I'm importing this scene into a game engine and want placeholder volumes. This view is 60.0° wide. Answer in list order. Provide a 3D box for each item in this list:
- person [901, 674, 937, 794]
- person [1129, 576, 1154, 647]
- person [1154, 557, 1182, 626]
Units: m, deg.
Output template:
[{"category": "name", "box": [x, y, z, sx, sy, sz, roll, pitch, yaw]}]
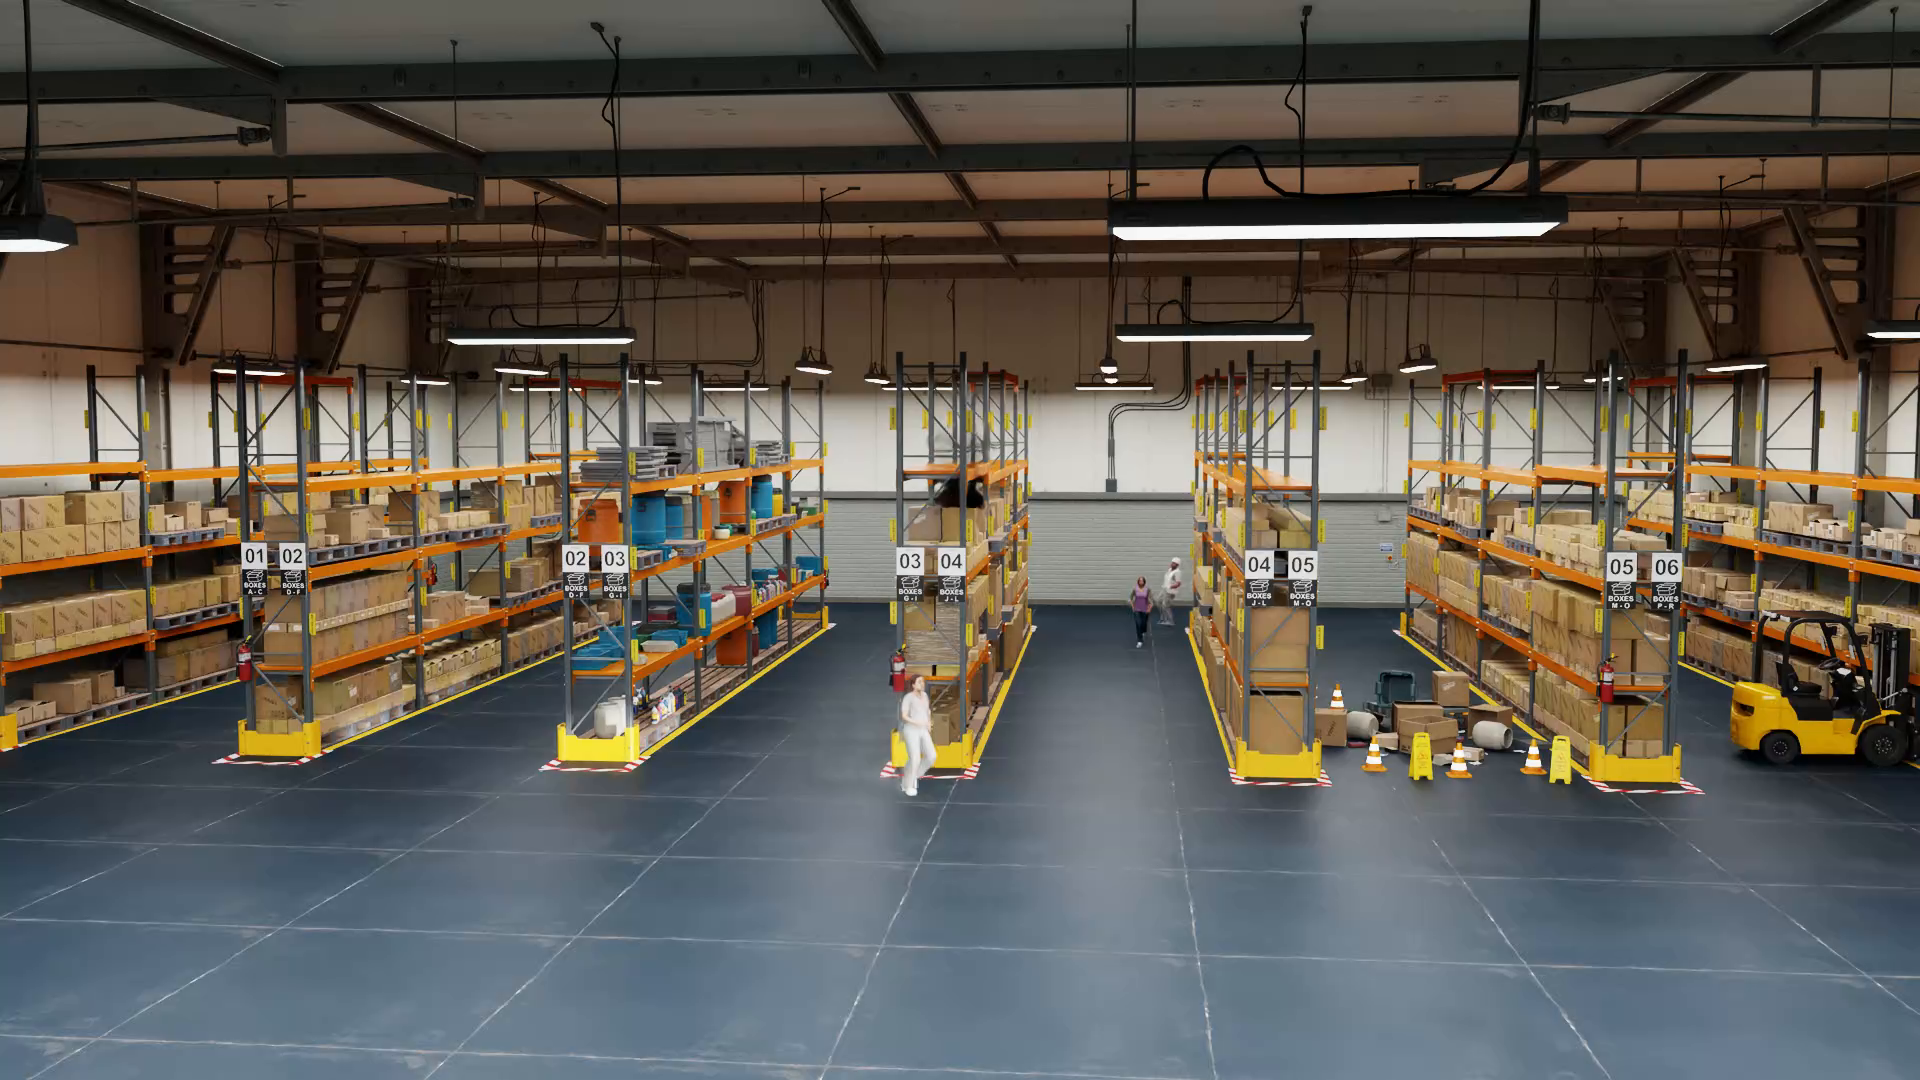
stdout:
[{"category": "person", "box": [-0.534, 2.602, 22.324, 0.603, 1.637, 0.578, -4, 6, -45]}, {"category": "person", "box": [4.058, 1.591, 37.235, 0.570, 1.576, 0.647, 0, 4, 7]}, {"category": "person", "box": [5.070, 1.271, 40.565, 0.563, 1.702, 0.788, -1, 4, -10]}]
